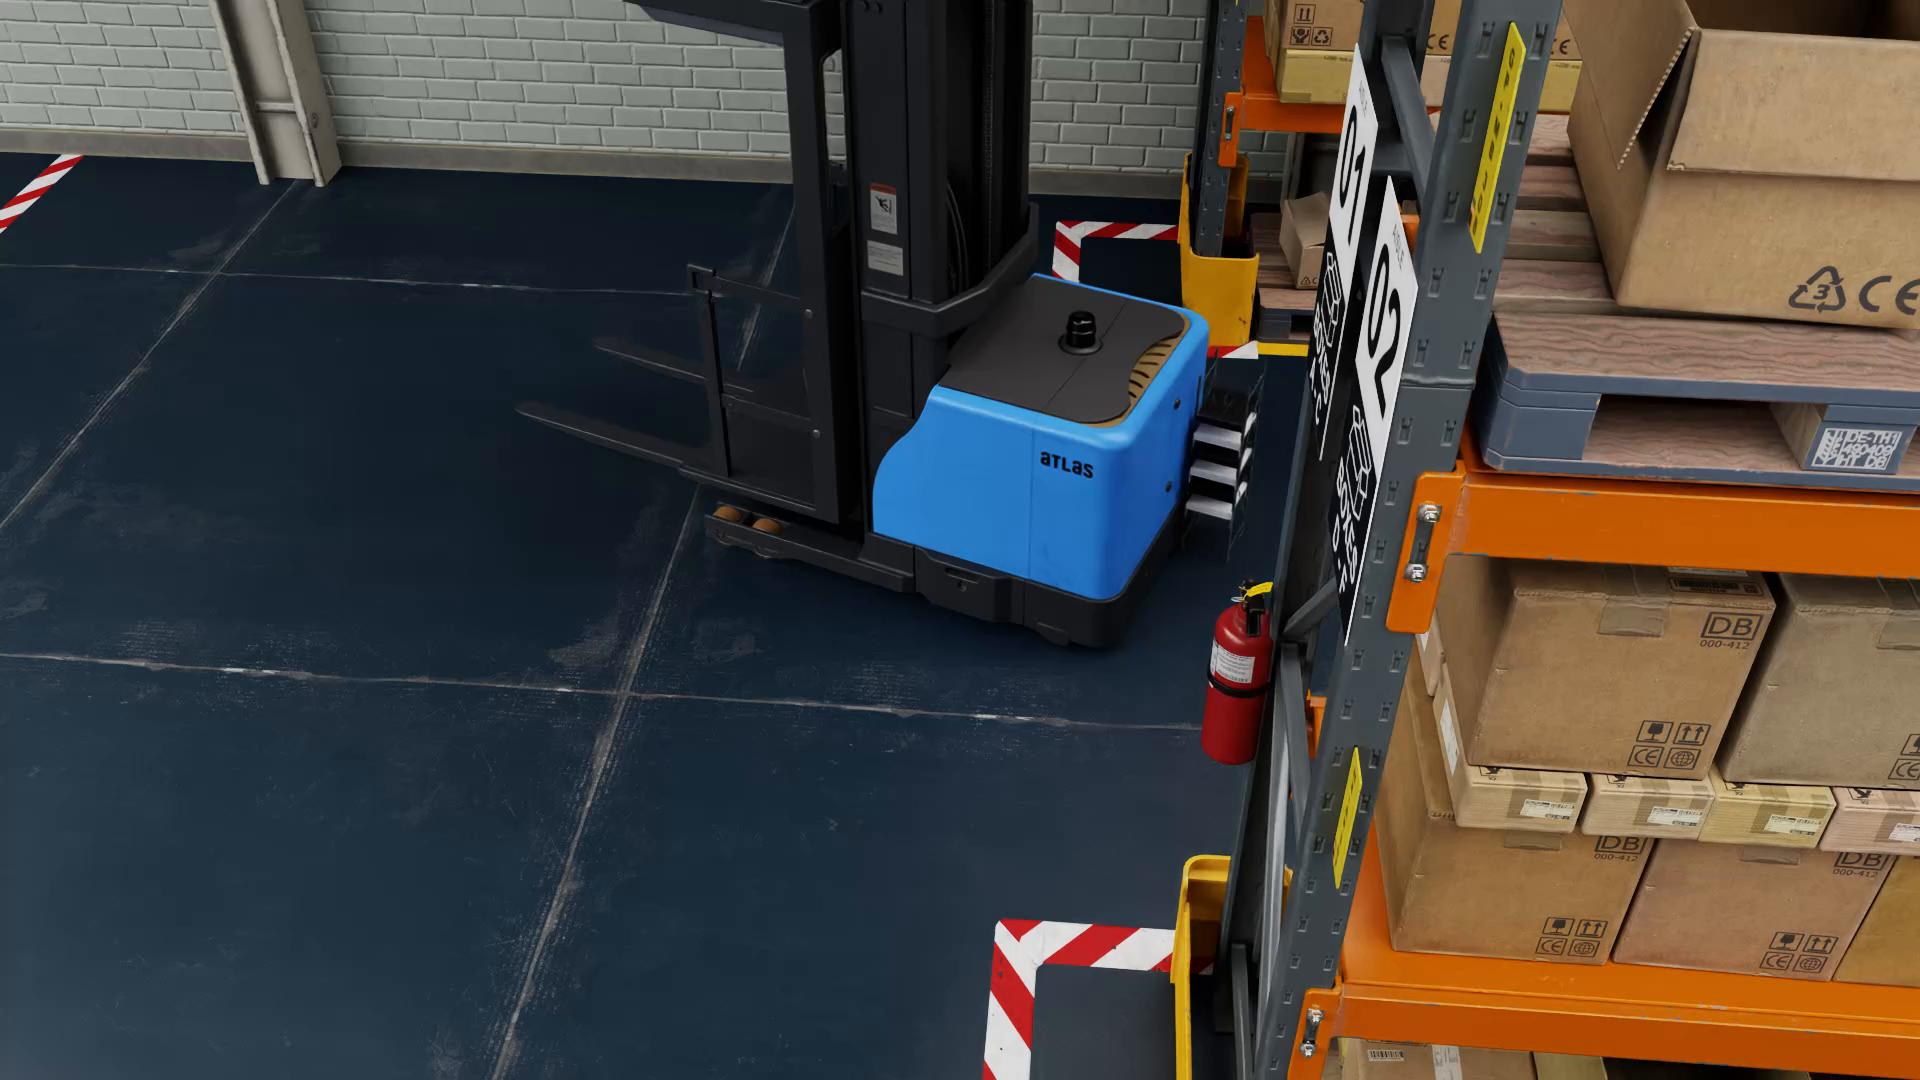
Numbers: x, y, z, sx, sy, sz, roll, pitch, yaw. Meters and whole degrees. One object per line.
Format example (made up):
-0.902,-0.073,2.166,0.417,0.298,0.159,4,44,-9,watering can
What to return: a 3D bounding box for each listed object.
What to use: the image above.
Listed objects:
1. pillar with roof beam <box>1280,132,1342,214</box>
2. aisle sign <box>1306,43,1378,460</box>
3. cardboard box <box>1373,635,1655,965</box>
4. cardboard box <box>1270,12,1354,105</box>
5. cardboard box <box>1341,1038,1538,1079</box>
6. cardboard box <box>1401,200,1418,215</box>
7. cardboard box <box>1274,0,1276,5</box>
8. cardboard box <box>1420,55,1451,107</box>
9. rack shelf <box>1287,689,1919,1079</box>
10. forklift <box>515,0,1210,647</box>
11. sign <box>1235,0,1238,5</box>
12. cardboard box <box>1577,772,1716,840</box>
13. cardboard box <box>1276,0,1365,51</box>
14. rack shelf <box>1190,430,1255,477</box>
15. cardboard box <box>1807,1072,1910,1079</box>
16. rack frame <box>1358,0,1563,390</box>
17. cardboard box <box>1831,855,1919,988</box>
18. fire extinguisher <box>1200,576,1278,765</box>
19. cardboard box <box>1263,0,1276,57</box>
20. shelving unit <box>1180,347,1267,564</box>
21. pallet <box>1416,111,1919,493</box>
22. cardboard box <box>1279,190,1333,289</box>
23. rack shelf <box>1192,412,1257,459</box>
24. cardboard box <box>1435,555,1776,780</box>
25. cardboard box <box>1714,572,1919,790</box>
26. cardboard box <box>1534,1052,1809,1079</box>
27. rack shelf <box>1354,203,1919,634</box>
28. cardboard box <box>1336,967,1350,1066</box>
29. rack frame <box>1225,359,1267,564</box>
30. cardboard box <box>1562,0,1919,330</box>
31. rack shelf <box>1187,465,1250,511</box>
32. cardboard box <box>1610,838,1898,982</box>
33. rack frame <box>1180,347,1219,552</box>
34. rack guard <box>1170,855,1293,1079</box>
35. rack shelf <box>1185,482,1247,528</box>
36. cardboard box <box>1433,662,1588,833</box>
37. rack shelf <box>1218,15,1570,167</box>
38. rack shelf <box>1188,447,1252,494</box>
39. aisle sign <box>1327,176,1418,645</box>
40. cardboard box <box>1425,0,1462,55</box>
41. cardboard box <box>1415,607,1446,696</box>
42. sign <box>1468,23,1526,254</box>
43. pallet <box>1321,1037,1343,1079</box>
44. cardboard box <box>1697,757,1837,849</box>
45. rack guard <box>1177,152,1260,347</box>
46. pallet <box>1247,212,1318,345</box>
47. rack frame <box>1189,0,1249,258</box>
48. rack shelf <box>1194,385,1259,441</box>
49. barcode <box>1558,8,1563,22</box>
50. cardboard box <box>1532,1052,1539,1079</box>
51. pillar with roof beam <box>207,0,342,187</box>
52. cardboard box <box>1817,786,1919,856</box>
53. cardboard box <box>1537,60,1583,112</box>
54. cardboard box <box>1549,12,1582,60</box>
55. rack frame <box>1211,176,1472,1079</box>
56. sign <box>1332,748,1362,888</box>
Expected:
1.673,-2.649,3.376,0.400,9.000,9.100,3,39,4,pillar with roof beam
0.809,-0.605,3.557,0.004,0.787,0.394,3,39,4,aisle sign
1.313,0.587,4.074,0.500,0.500,0.700,3,39,4,cardboard box
1.731,-2.247,7.738,0.500,0.250,0.500,2,39,3,cardboard box
1.364,1.665,4.674,0.500,0.250,0.500,3,39,4,cardboard box
2.522,-1.526,8.530,0.500,0.311,0.500,6,40,8,cardboard box
1.761,-2.872,7.911,0.500,0.500,0.500,3,39,3,cardboard box
2.250,-2.228,7.714,0.500,0.250,0.500,2,39,2,cardboard box
2.841,0.980,4.240,4.000,0.370,1.077,3,39,4,rack shelf
-0.540,-1.344,6.579,3.031,2.935,1.130,17,42,20,forklift
1.226,-2.518,7.282,0.005,0.325,0.100,3,39,4,sign
1.485,0.471,3.702,0.250,0.149,0.380,2,39,3,cardboard box
1.722,-2.549,7.515,0.500,0.500,0.500,3,39,4,cardboard box
1.096,-0.385,6.920,0.200,0.077,0.258,16,42,19,rack shelf
2.362,1.419,4.382,0.500,0.500,0.500,3,39,4,cardboard box
0.849,-1.735,2.253,0.127,3.000,1.000,3,39,4,rack frame
2.331,0.643,4.005,0.500,0.500,0.700,3,39,4,cardboard box
0.771,0.323,4.538,0.183,0.674,0.296,3,39,4,fire extinguisher
1.755,-2.570,8.134,0.500,0.250,0.500,4,39,4,cardboard box
1.096,-0.341,6.956,0.210,0.900,0.258,16,42,19,shelving unit
1.551,-0.482,3.160,1.213,0.211,1.003,3,39,4,pallet
1.954,-1.557,8.569,0.500,0.311,0.500,-1,39,-1,cardboard box
1.096,-0.455,6.863,0.200,0.077,0.258,16,42,19,rack shelf
1.366,0.086,3.661,0.500,0.500,0.700,3,39,4,cardboard box
1.890,0.112,3.630,0.500,0.500,0.700,2,39,3,cardboard box
1.862,1.400,4.406,0.500,0.500,0.500,3,39,4,cardboard box
2.841,-0.183,3.293,4.000,0.370,1.077,3,39,4,rack shelf
1.409,1.339,5.075,0.500,0.250,0.500,3,39,4,cardboard box
1.189,-0.314,6.923,0.006,0.900,0.240,16,42,19,rack frame
1.421,-0.795,2.949,0.637,0.503,0.797,6,39,7,cardboard box
1.096,-0.245,7.034,0.200,0.077,0.258,16,42,19,rack shelf
1.836,0.612,4.043,0.500,0.500,0.700,4,39,5,cardboard box
1.004,-0.368,6.989,0.006,0.900,0.240,16,42,19,rack frame
0.825,1.560,4.937,0.348,0.500,1.175,3,39,4,rack guard
1.096,-0.175,7.091,0.200,0.077,0.258,16,42,19,rack shelf
1.221,0.458,3.718,0.250,0.149,0.380,3,39,4,cardboard box
3.265,-2.136,8.068,4.000,0.370,1.077,3,39,4,rack shelf
1.096,-0.315,6.977,0.200,0.077,0.258,16,42,19,rack shelf
0.757,-0.227,3.094,0.004,0.787,0.394,3,39,4,aisle sign
2.214,-2.516,7.474,0.500,0.500,0.500,3,39,4,cardboard box
1.246,0.203,4.032,0.250,0.149,0.380,3,39,3,cardboard box
0.795,-0.592,2.470,0.005,0.325,0.100,3,39,4,sign
1.614,1.689,5.008,1.213,0.211,1.003,3,39,4,pallet
1.733,0.486,3.684,0.250,0.149,0.380,3,39,4,cardboard box
1.348,-1.550,8.758,0.348,0.500,1.175,3,39,4,rack guard
2.155,-1.372,8.768,1.213,0.211,1.003,3,39,4,pallet
1.273,-2.524,7.974,0.127,3.000,1.000,3,39,4,rack frame
1.096,-0.524,6.807,0.200,0.077,0.258,16,42,19,rack shelf
1.191,-1.083,3.369,0.075,0.075,0.001,3,39,4,barcode
1.862,1.689,4.644,0.500,0.250,0.500,3,39,4,cardboard box
-4.304,-2.976,3.777,0.400,9.000,9.100,3,39,4,pillar with roof beam
1.984,0.501,3.666,0.250,0.149,0.380,3,39,3,cardboard box
2.757,-2.196,7.675,0.500,0.250,0.500,3,39,3,cardboard box
2.728,-2.484,7.434,0.500,0.500,0.500,2,39,2,cardboard box
0.849,0.592,4.147,0.127,3.000,1.000,3,39,4,rack frame
0.795,0.574,3.420,0.005,0.325,0.100,3,39,4,sign
